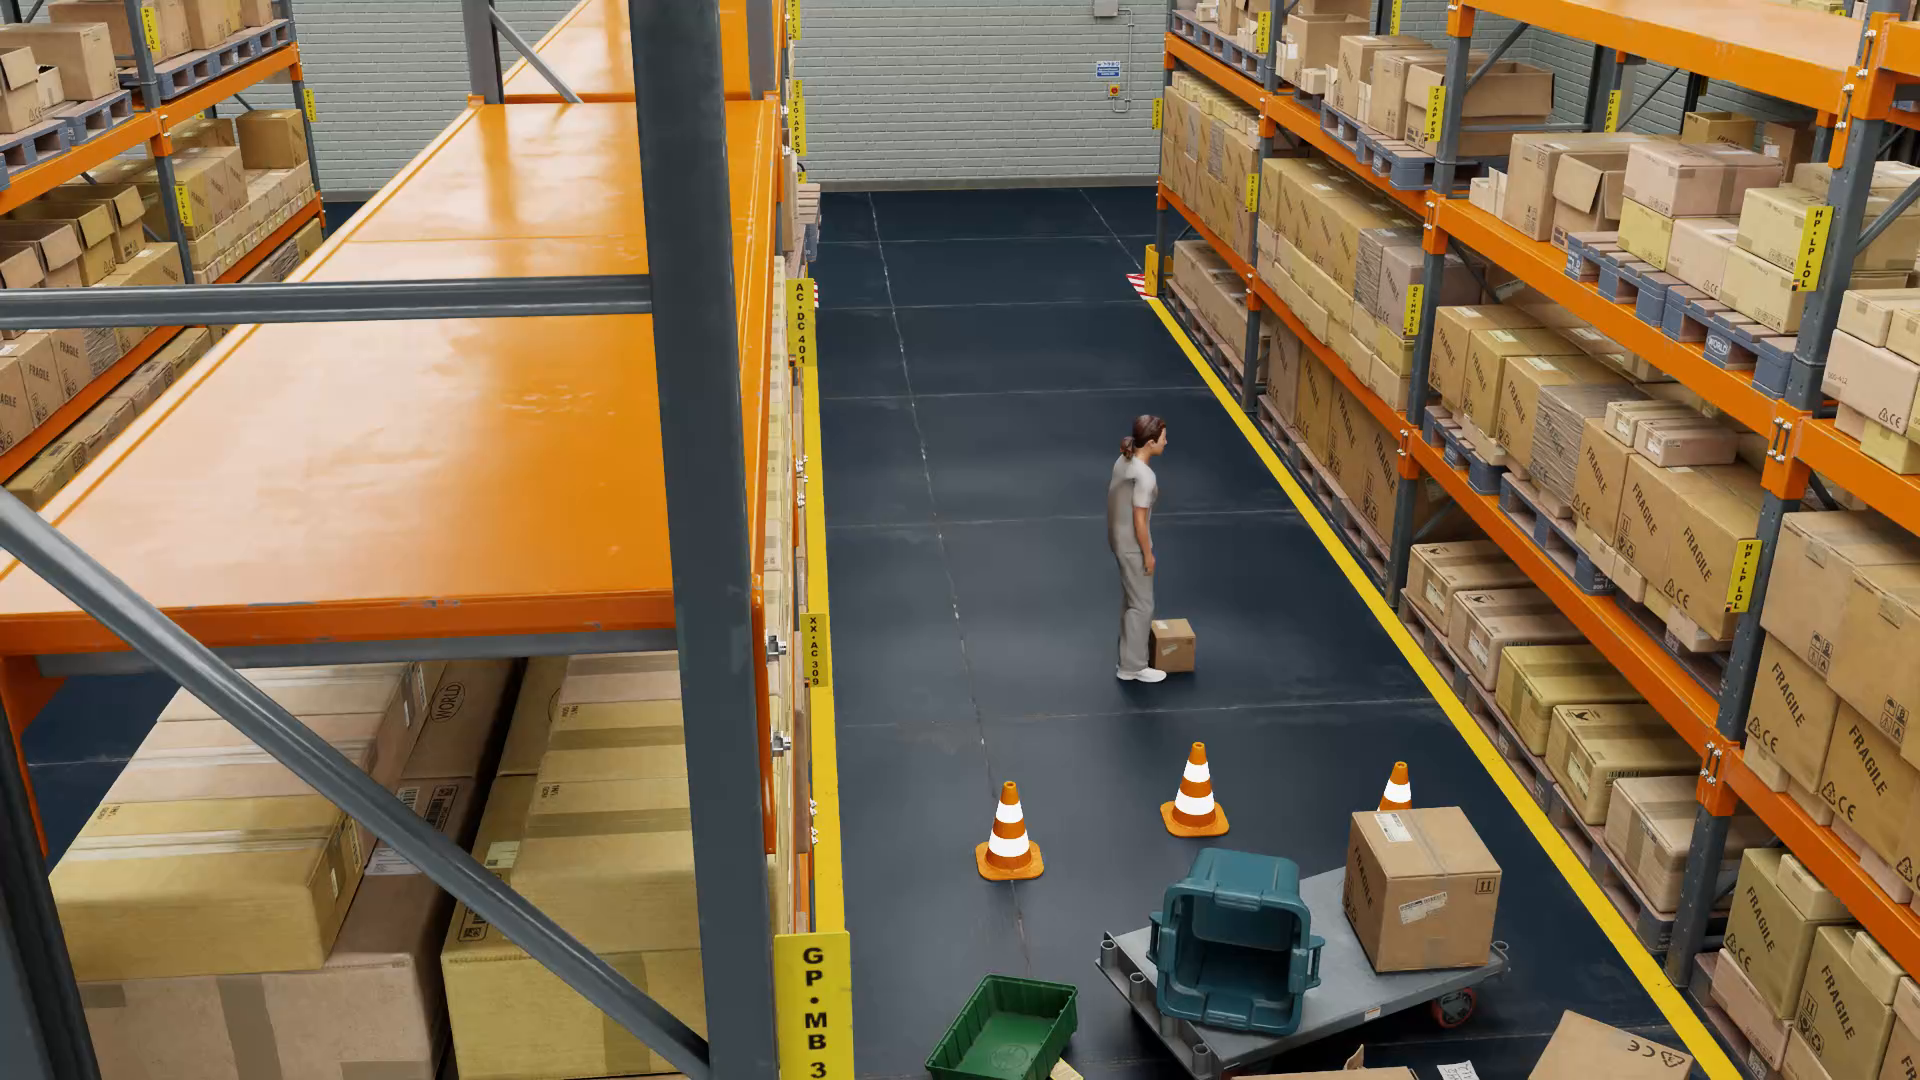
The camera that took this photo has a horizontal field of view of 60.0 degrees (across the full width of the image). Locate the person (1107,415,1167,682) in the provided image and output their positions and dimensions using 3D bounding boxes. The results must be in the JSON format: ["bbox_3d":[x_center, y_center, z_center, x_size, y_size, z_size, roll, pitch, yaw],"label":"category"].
[{"bbox_3d":[1.116,0.033,10.238,0.416,1.671,0.505,-4,24,-8],"label":"person"}]
